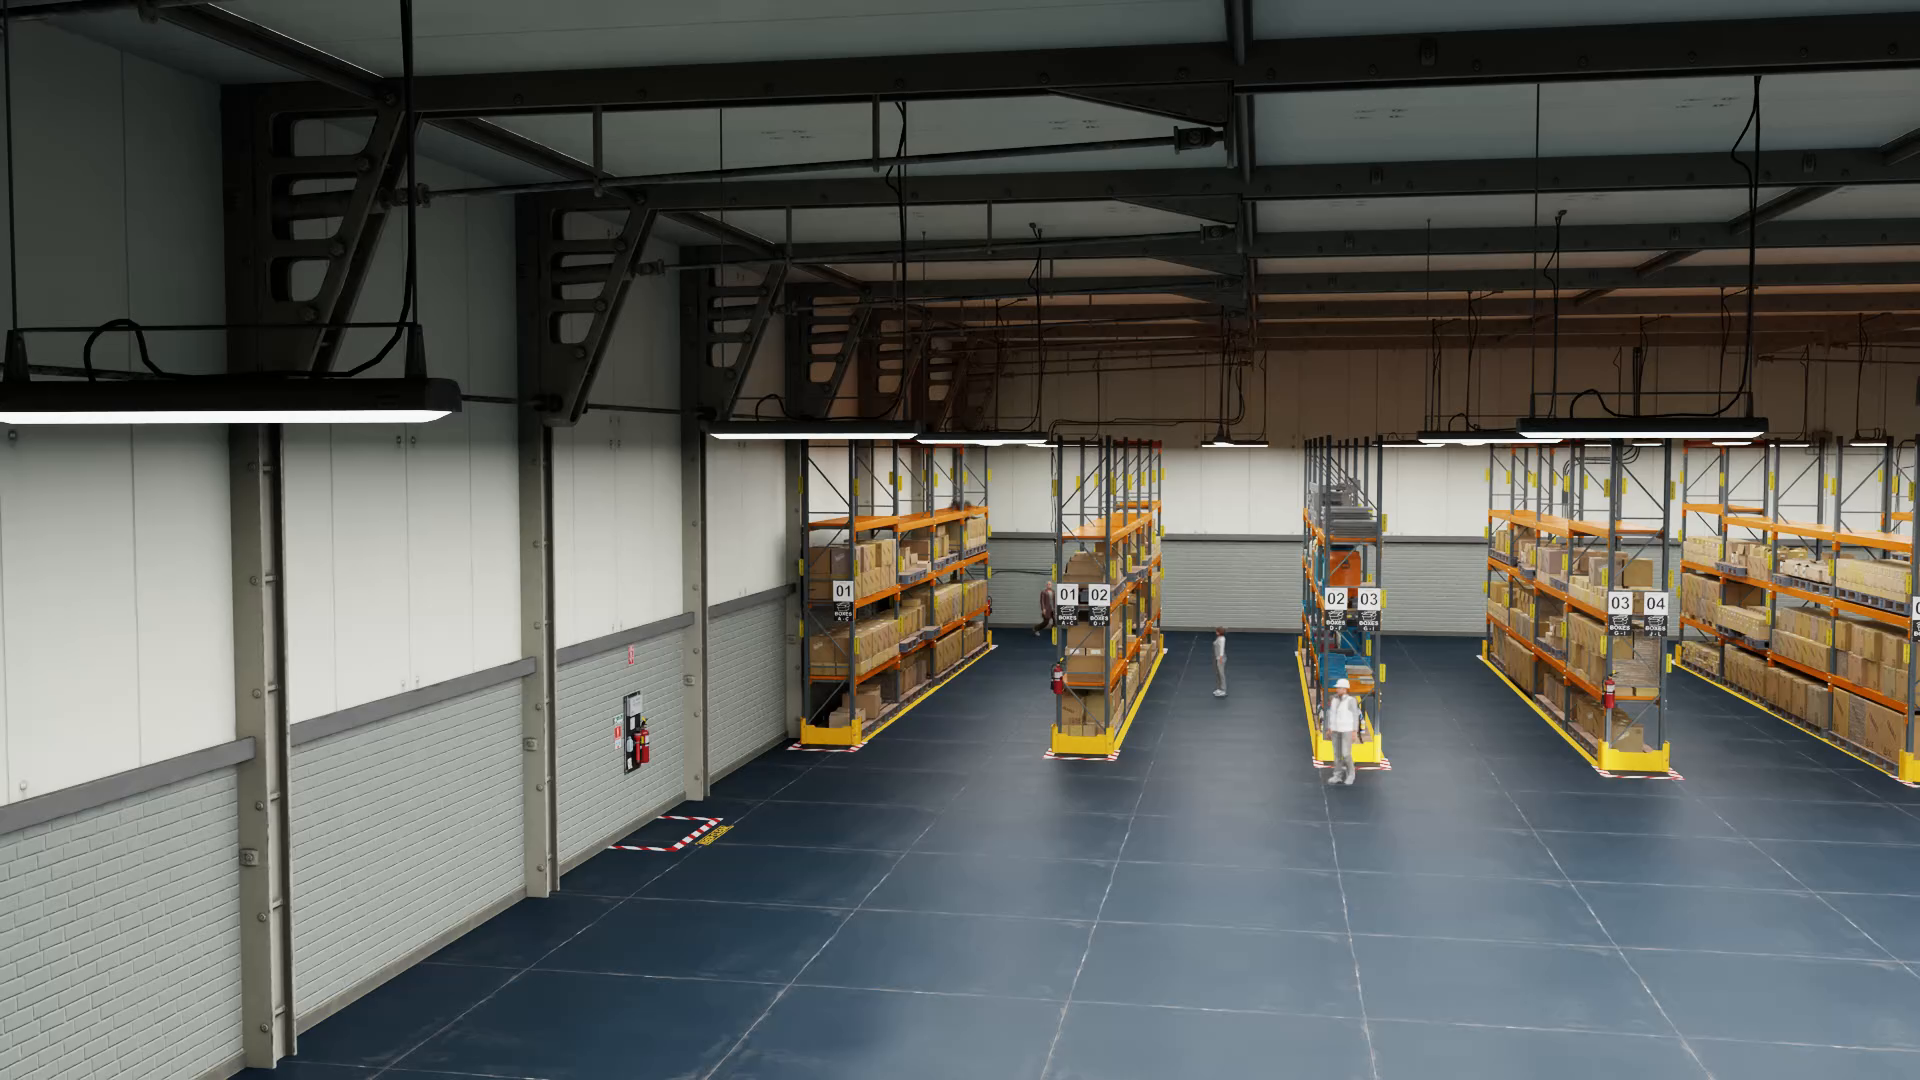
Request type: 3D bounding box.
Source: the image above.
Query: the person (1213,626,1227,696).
[{"bbox_3d":[6.076,2.820,38.958,0.345,1.608,0.471,-1,3,-10],"label":"person"}]

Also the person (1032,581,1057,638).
[{"bbox_3d":[2.654,2.114,50.529,0.924,1.725,0.610,2,4,38],"label":"person"}]

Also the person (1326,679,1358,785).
[{"bbox_3d":[6.549,3.298,28.589,0.376,1.814,0.567,-3,4,-39],"label":"person"}]
